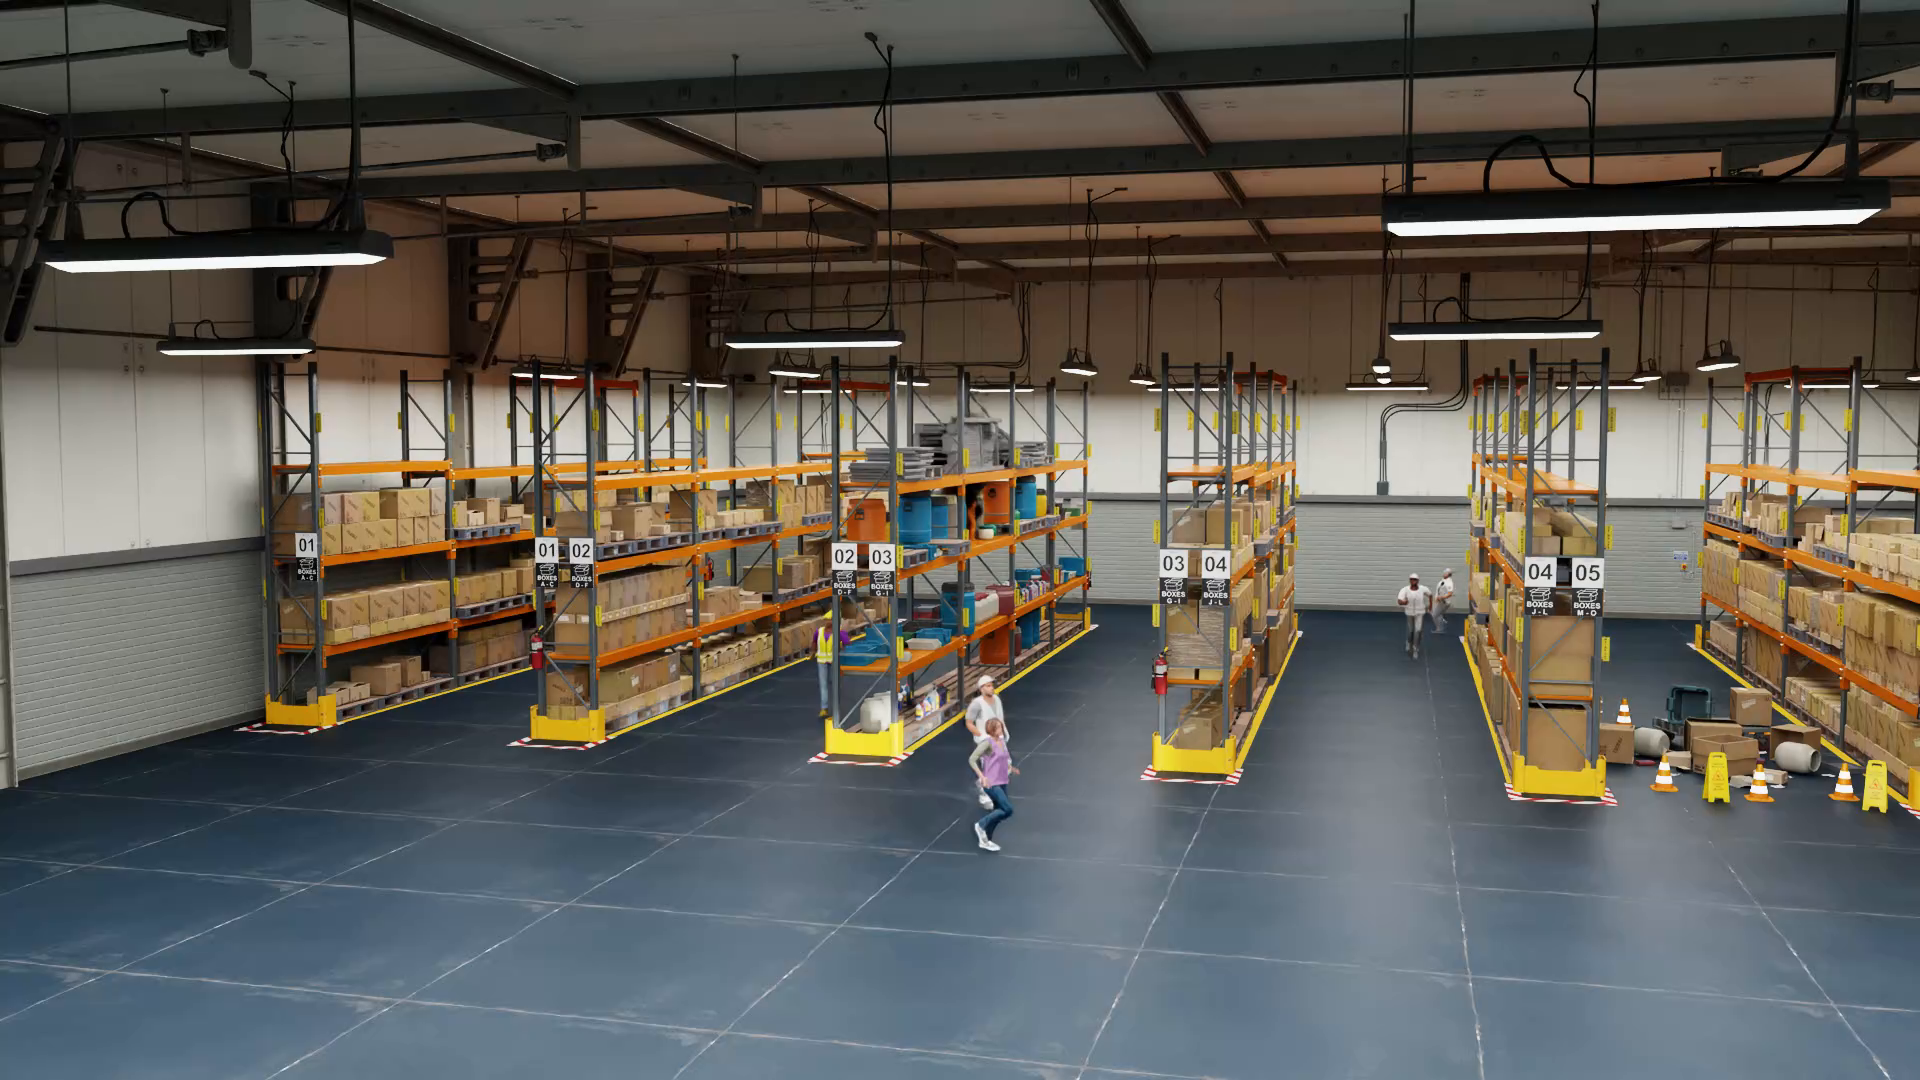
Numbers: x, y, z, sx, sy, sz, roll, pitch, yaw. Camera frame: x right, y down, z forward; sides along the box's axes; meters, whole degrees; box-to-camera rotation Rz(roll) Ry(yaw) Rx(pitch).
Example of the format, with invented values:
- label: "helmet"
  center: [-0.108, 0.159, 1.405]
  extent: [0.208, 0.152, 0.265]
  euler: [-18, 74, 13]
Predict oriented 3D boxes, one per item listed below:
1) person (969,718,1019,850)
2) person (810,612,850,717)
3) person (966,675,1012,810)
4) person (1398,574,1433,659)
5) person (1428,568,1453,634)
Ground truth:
- label: "person"
  center: [0.437, 2.855, 19.388]
  extent: [0.549, 1.559, 0.522]
  euler: [2, 5, 30]
- label: "person"
  center: [-2.226, 2.102, 28.464]
  extent: [0.716, 1.752, 0.872]
  euler: [1, 4, 8]
- label: "person"
  center: [0.384, 2.619, 21.540]
  extent: [0.663, 1.745, 0.544]
  euler: [-3, 5, -41]
- label: "person"
  center: [9.760, 1.613, 35.679]
  extent: [0.712, 1.811, 0.937]
  euler: [1, 4, 20]
- label: "person"
  center: [11.369, 1.442, 39.365]
  extent: [0.519, 1.578, 0.717]
  euler: [1, 4, 9]
